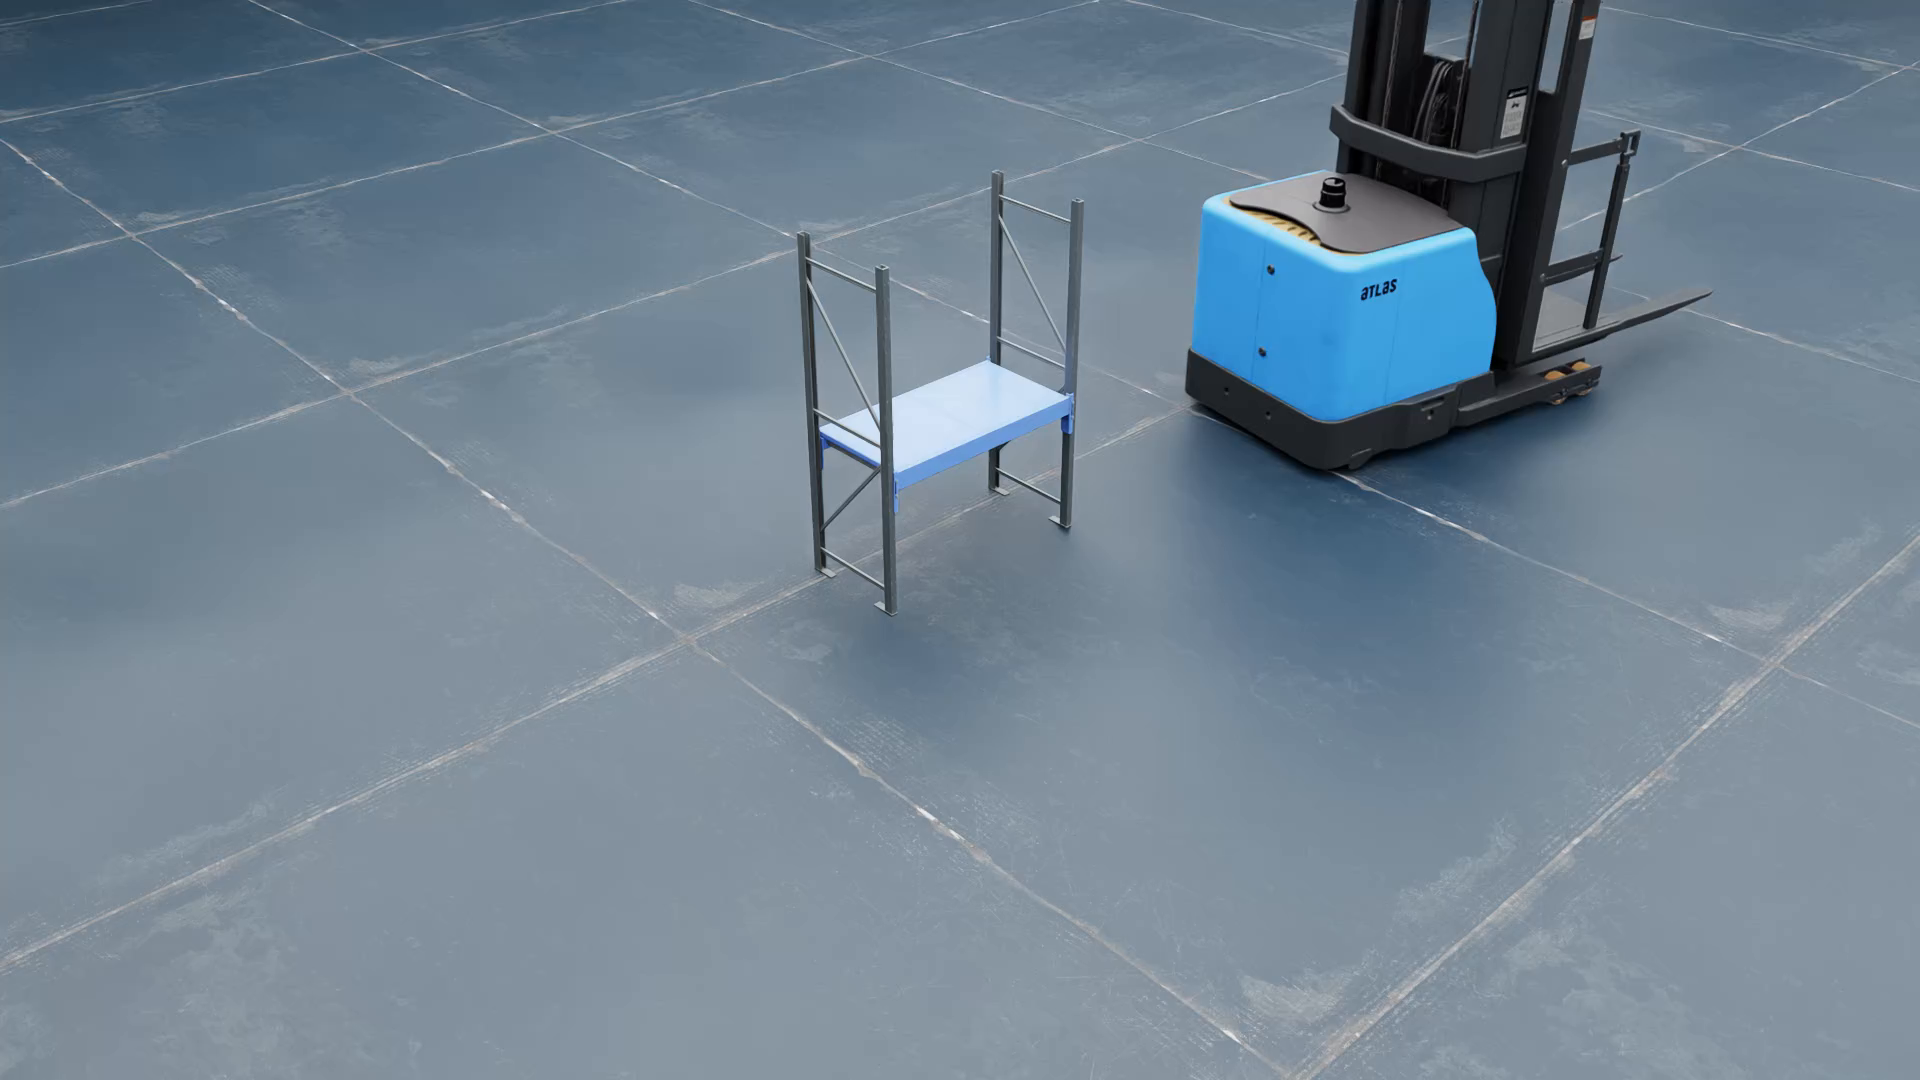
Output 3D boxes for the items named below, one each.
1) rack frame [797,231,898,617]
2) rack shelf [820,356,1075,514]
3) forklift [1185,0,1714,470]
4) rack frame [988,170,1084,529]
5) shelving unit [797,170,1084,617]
[{"bbox_3d":[-0.435,-0.429,6.514,0.032,1.500,0.500,-26,40,-35],"label":"rack frame"},{"bbox_3d":[-0.063,-0.456,6.903,1.000,0.185,0.538,-26,40,-35],"label":"rack shelf"},{"bbox_3d":[2.648,-2.146,7.949,3.031,2.935,1.130,-18,36,-27],"label":"forklift"},{"bbox_3d":[0.310,-0.790,7.104,0.032,1.500,0.500,-26,40,-35],"label":"rack frame"},{"bbox_3d":[-0.063,-0.610,6.809,1.048,1.500,0.538,-26,40,-35],"label":"shelving unit"}]
